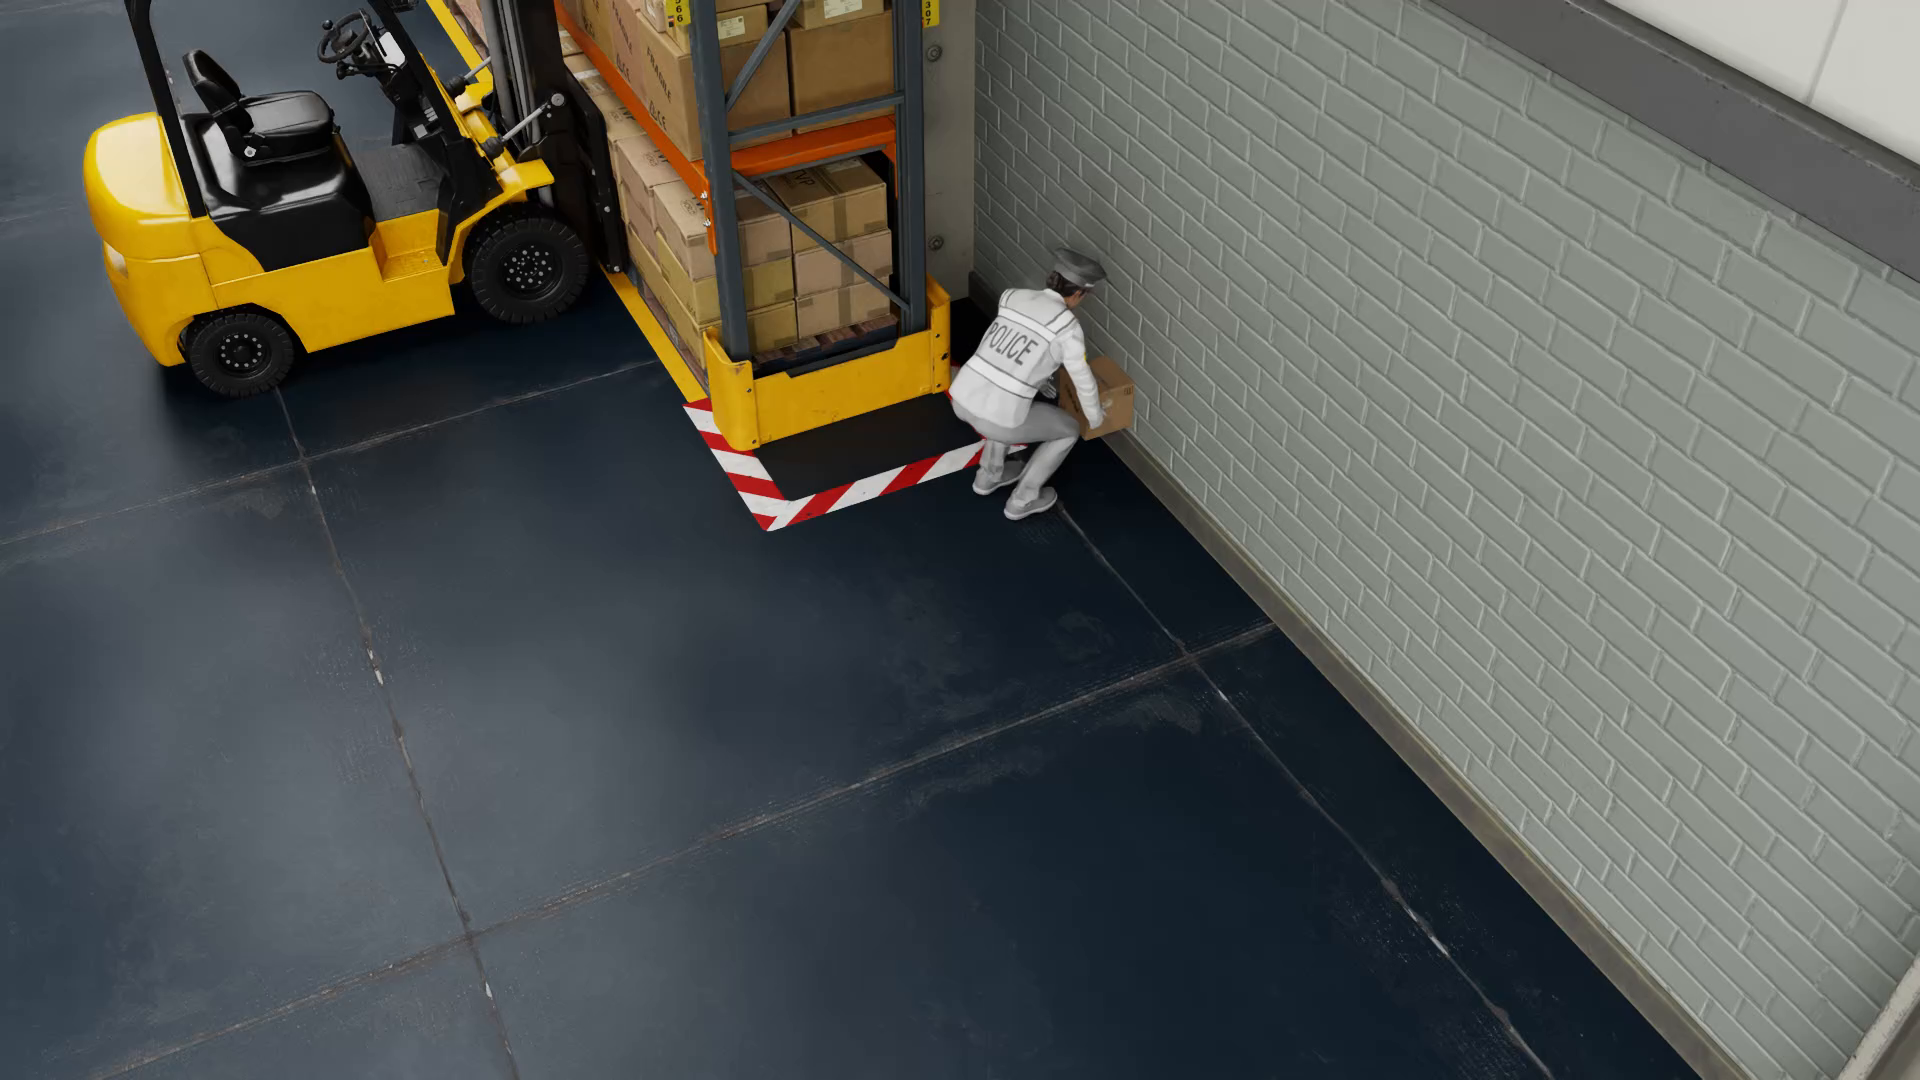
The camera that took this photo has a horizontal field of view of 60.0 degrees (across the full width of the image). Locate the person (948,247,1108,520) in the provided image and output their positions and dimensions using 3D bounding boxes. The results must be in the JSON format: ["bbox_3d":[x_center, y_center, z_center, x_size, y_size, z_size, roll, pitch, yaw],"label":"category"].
[{"bbox_3d":[0.301,-0.691,7.340,0.802,1.139,0.515,-28,49,-28],"label":"person"}]
